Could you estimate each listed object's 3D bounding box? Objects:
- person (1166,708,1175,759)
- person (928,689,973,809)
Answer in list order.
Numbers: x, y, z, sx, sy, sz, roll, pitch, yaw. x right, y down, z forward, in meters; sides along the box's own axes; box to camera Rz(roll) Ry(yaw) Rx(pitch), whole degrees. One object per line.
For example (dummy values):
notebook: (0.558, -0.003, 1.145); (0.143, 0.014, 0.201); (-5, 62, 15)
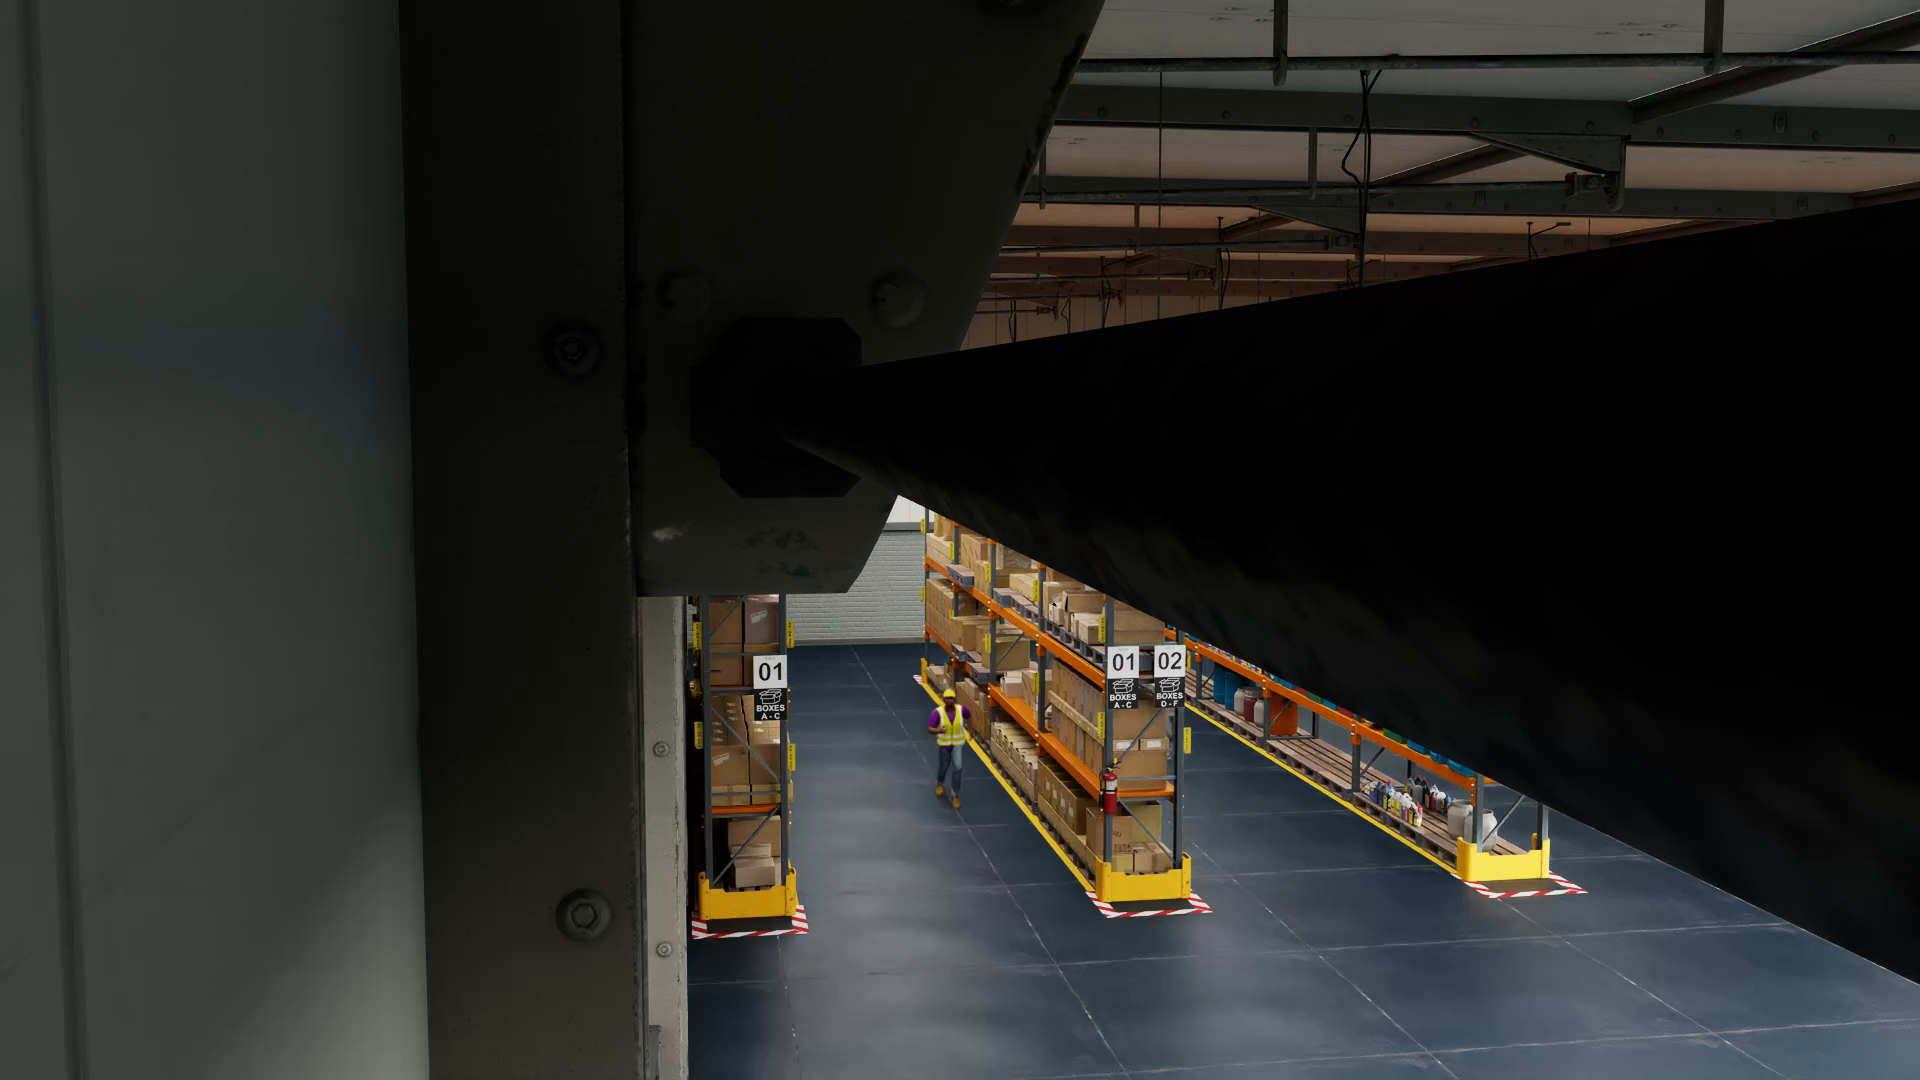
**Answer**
person: (3.673, 3.022, 28.704); (0.566, 1.559, 0.545); (-1, 5, -14)
person: (-0.146, 3.187, 25.742); (0.710, 1.811, 0.913); (0, 5, -5)
